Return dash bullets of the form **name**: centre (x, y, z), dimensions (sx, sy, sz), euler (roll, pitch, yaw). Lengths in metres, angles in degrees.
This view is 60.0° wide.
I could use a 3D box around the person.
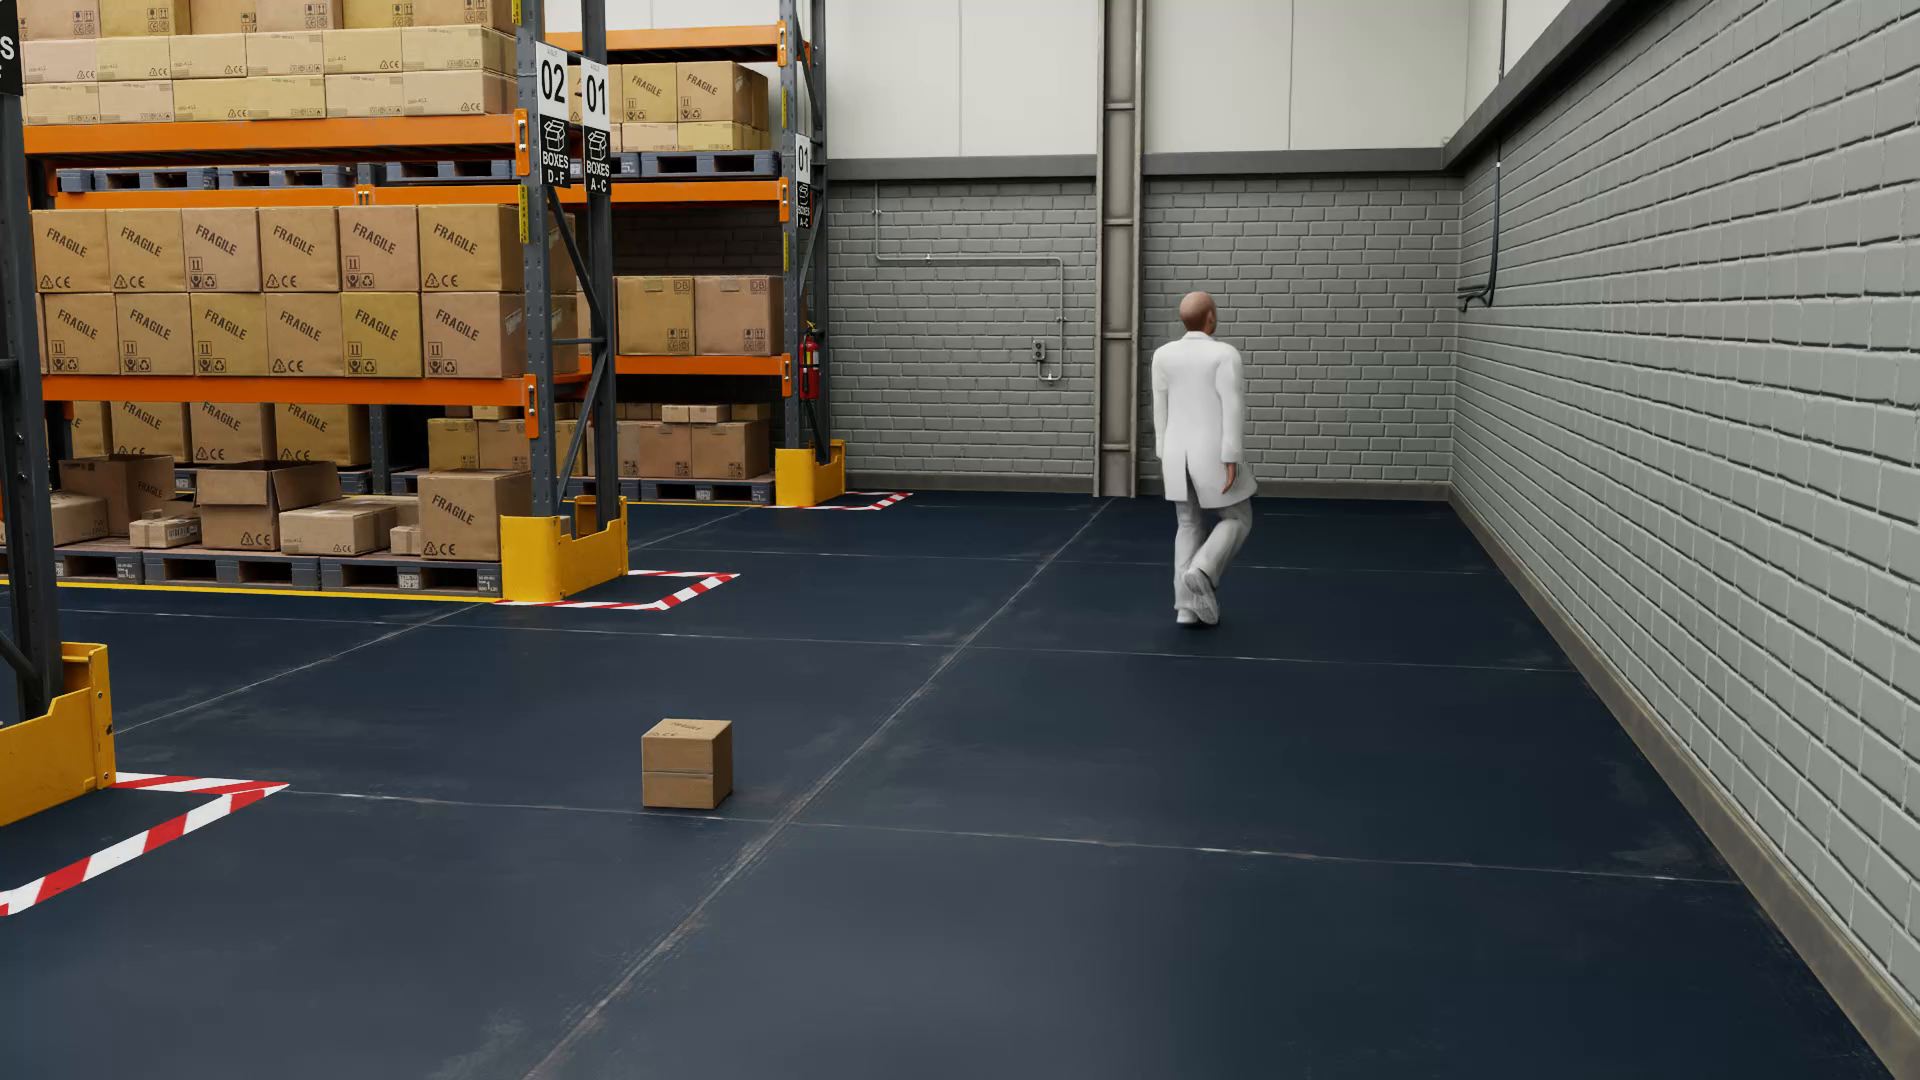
- **person**: centre (1.280, -0.432, 8.849), dimensions (0.571, 1.765, 0.568), euler (5, 10, 35)
